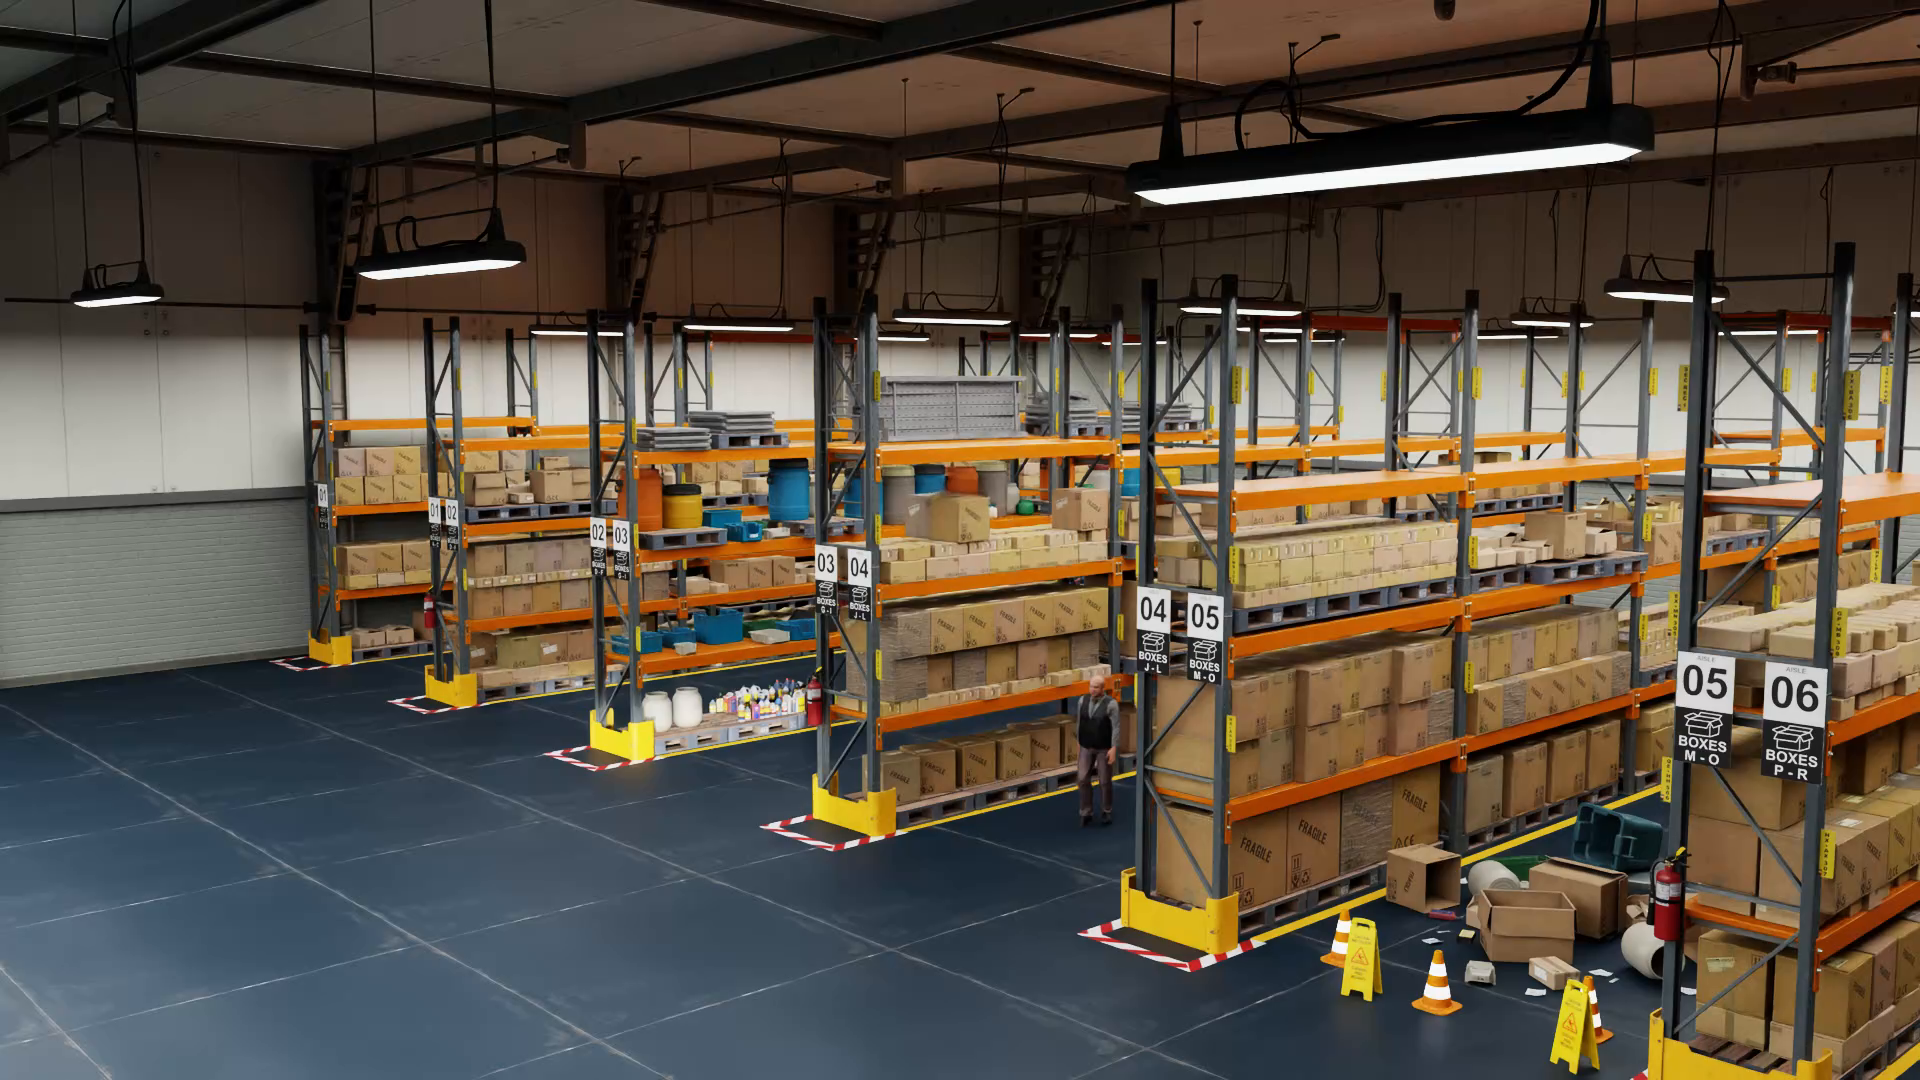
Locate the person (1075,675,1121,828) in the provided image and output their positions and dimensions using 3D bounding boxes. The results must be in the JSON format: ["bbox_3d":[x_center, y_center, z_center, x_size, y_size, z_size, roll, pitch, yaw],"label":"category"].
[{"bbox_3d":[1.575,2.417,18.972,0.587,1.786,0.505,3,7,29],"label":"person"}]
